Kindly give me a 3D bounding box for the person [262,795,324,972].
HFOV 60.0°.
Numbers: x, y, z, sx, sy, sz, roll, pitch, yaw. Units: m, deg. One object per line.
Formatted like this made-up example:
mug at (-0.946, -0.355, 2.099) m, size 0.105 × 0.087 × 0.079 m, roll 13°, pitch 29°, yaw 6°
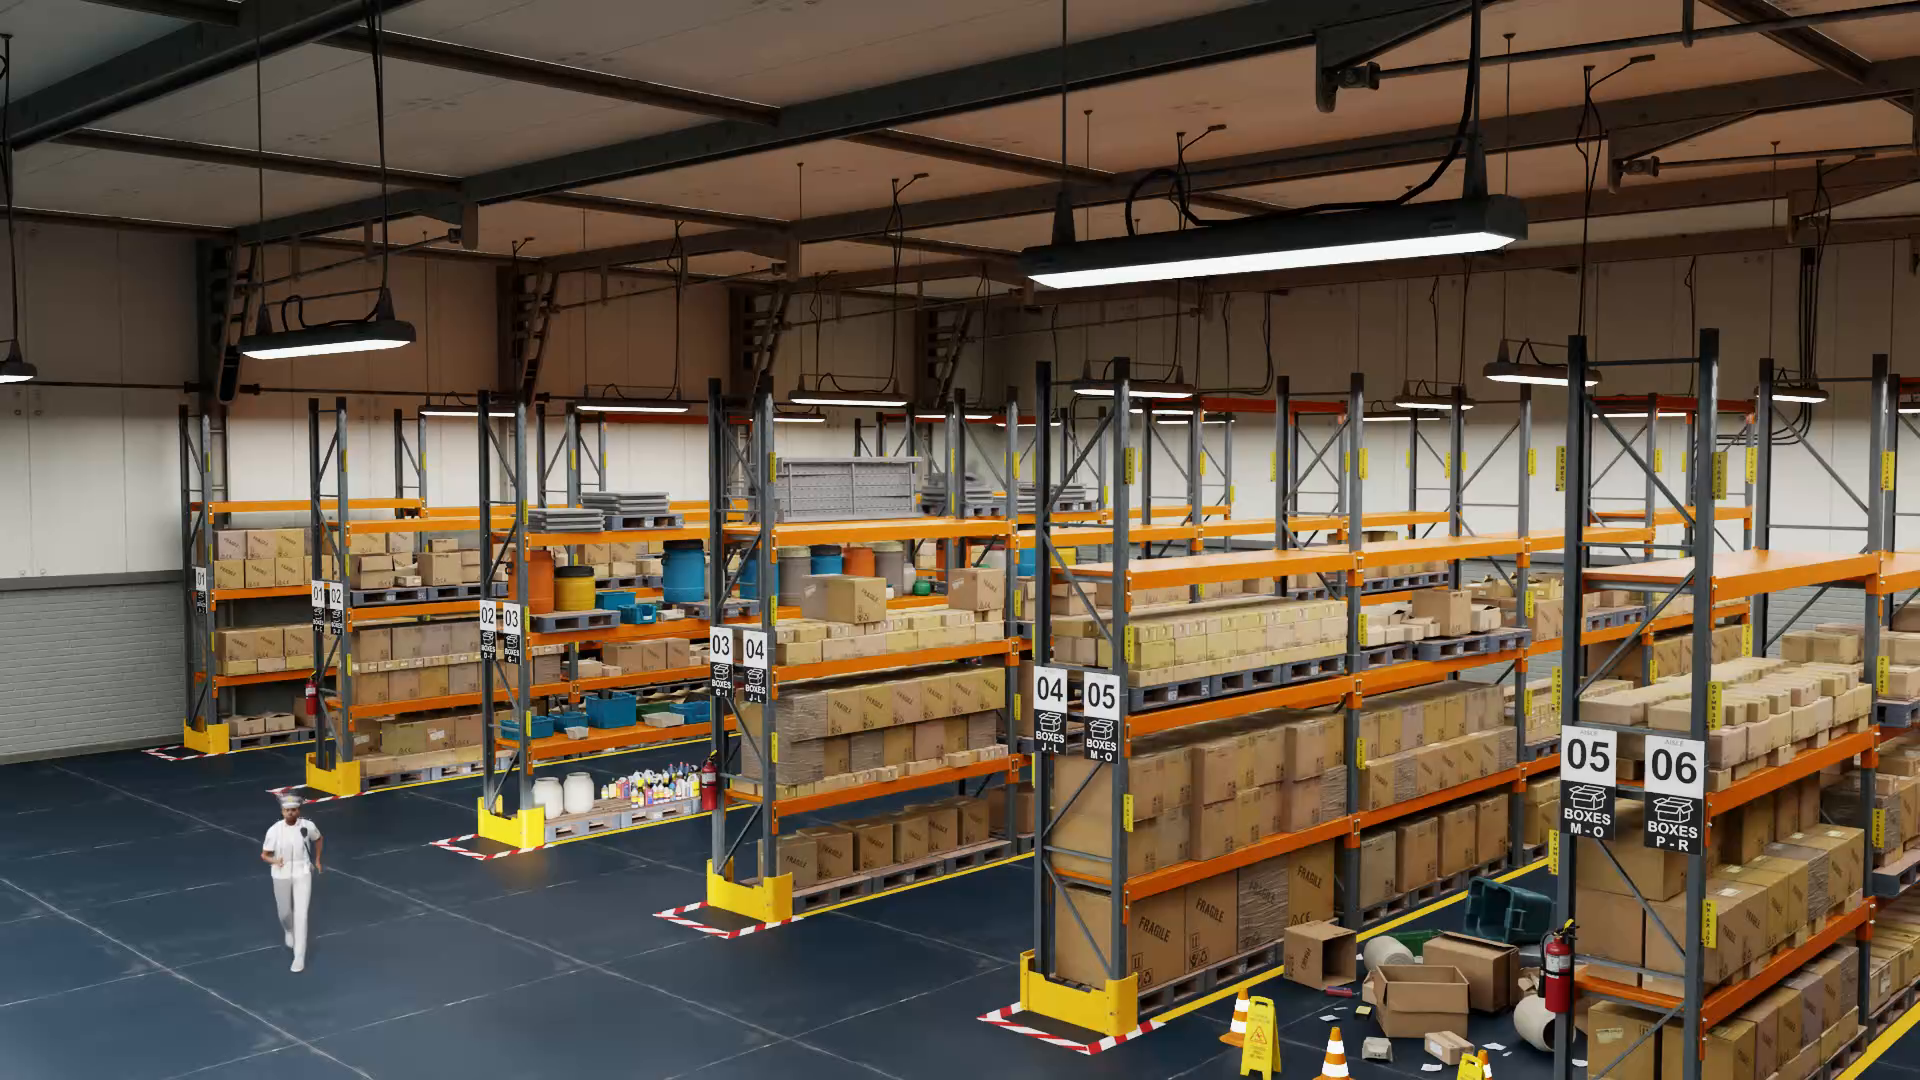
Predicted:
person at (-6.751, 3.410, 16.835) m, size 0.577 × 1.693 × 0.941 m, roll -1°, pitch 3°, yaw -20°
